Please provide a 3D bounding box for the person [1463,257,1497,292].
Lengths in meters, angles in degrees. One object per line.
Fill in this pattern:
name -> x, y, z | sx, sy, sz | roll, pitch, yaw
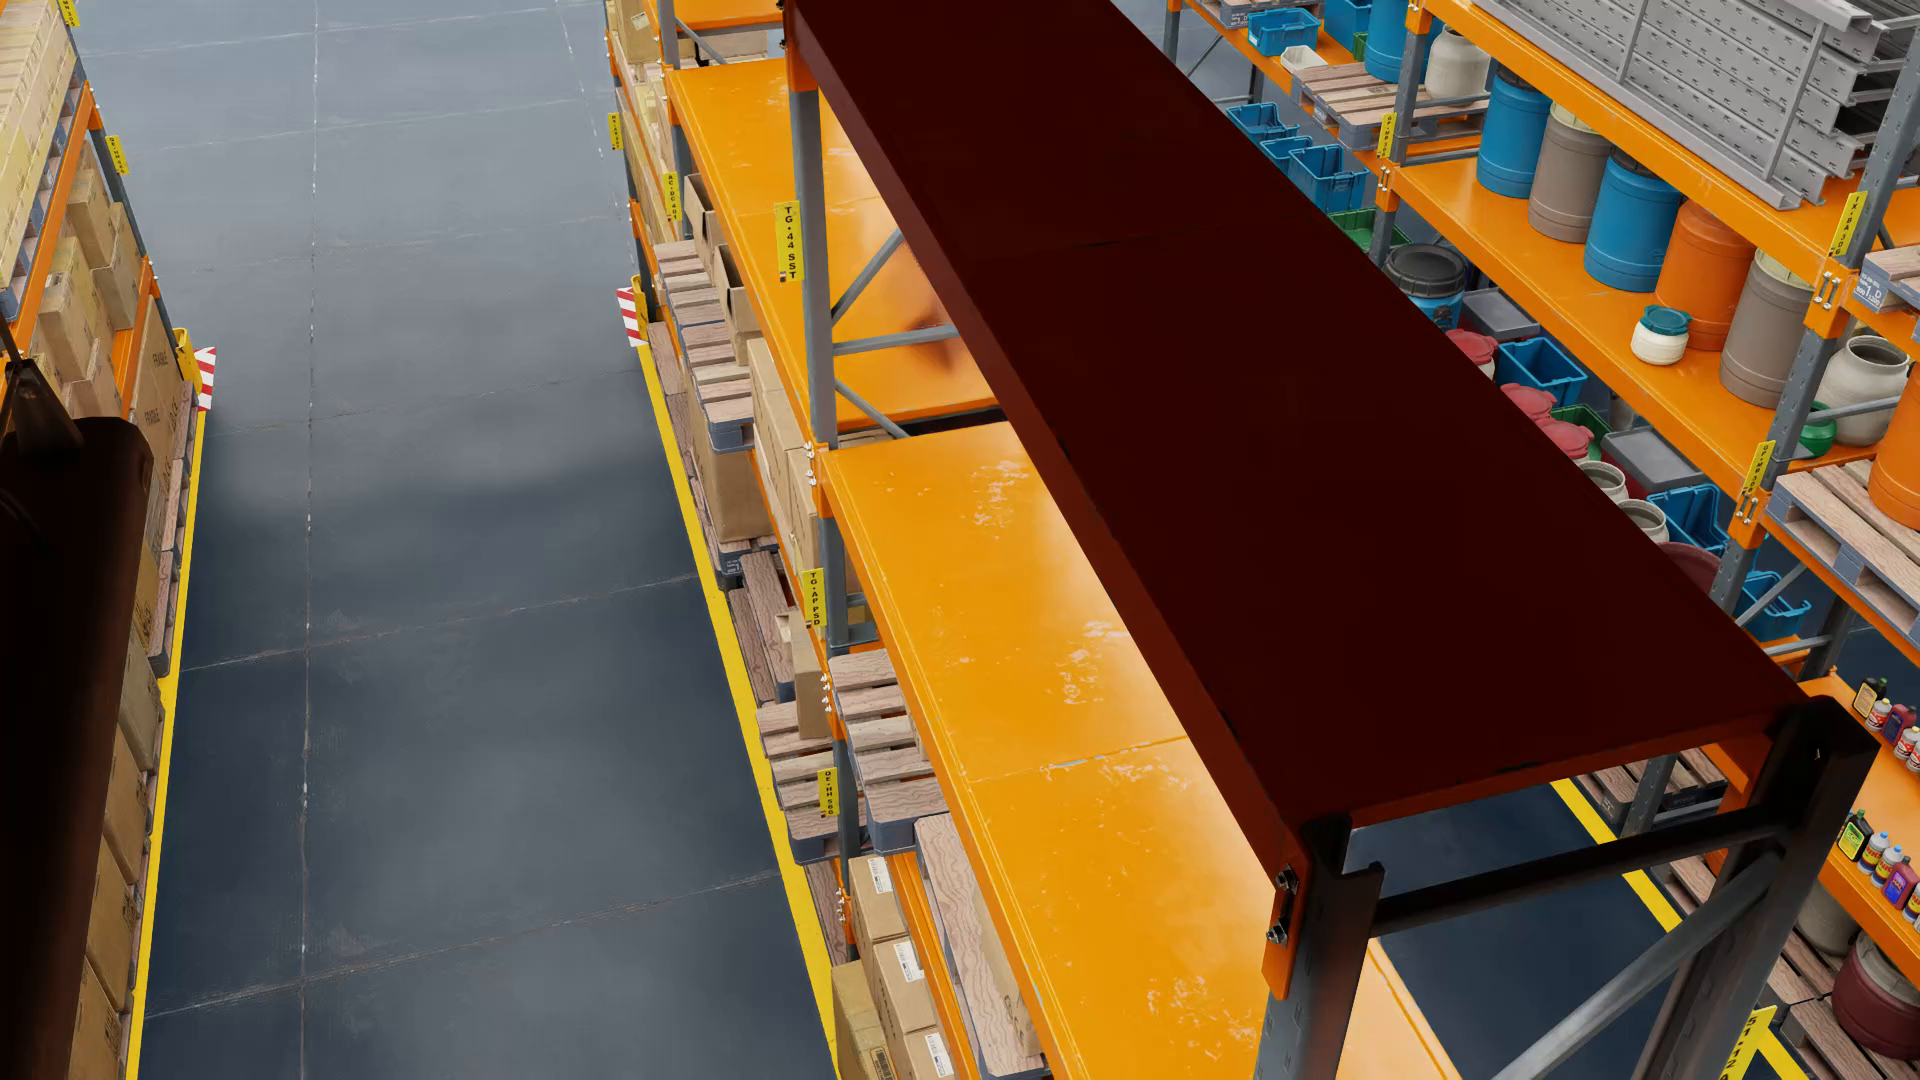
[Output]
person -> 4.763, -2.569, 14.775 | 0.611, 1.612, 0.545 | -16, 41, -19

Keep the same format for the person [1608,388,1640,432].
person -> 5.181, -1.080, 12.797 | 0.611, 1.676, 0.921 | -12, 40, -15
